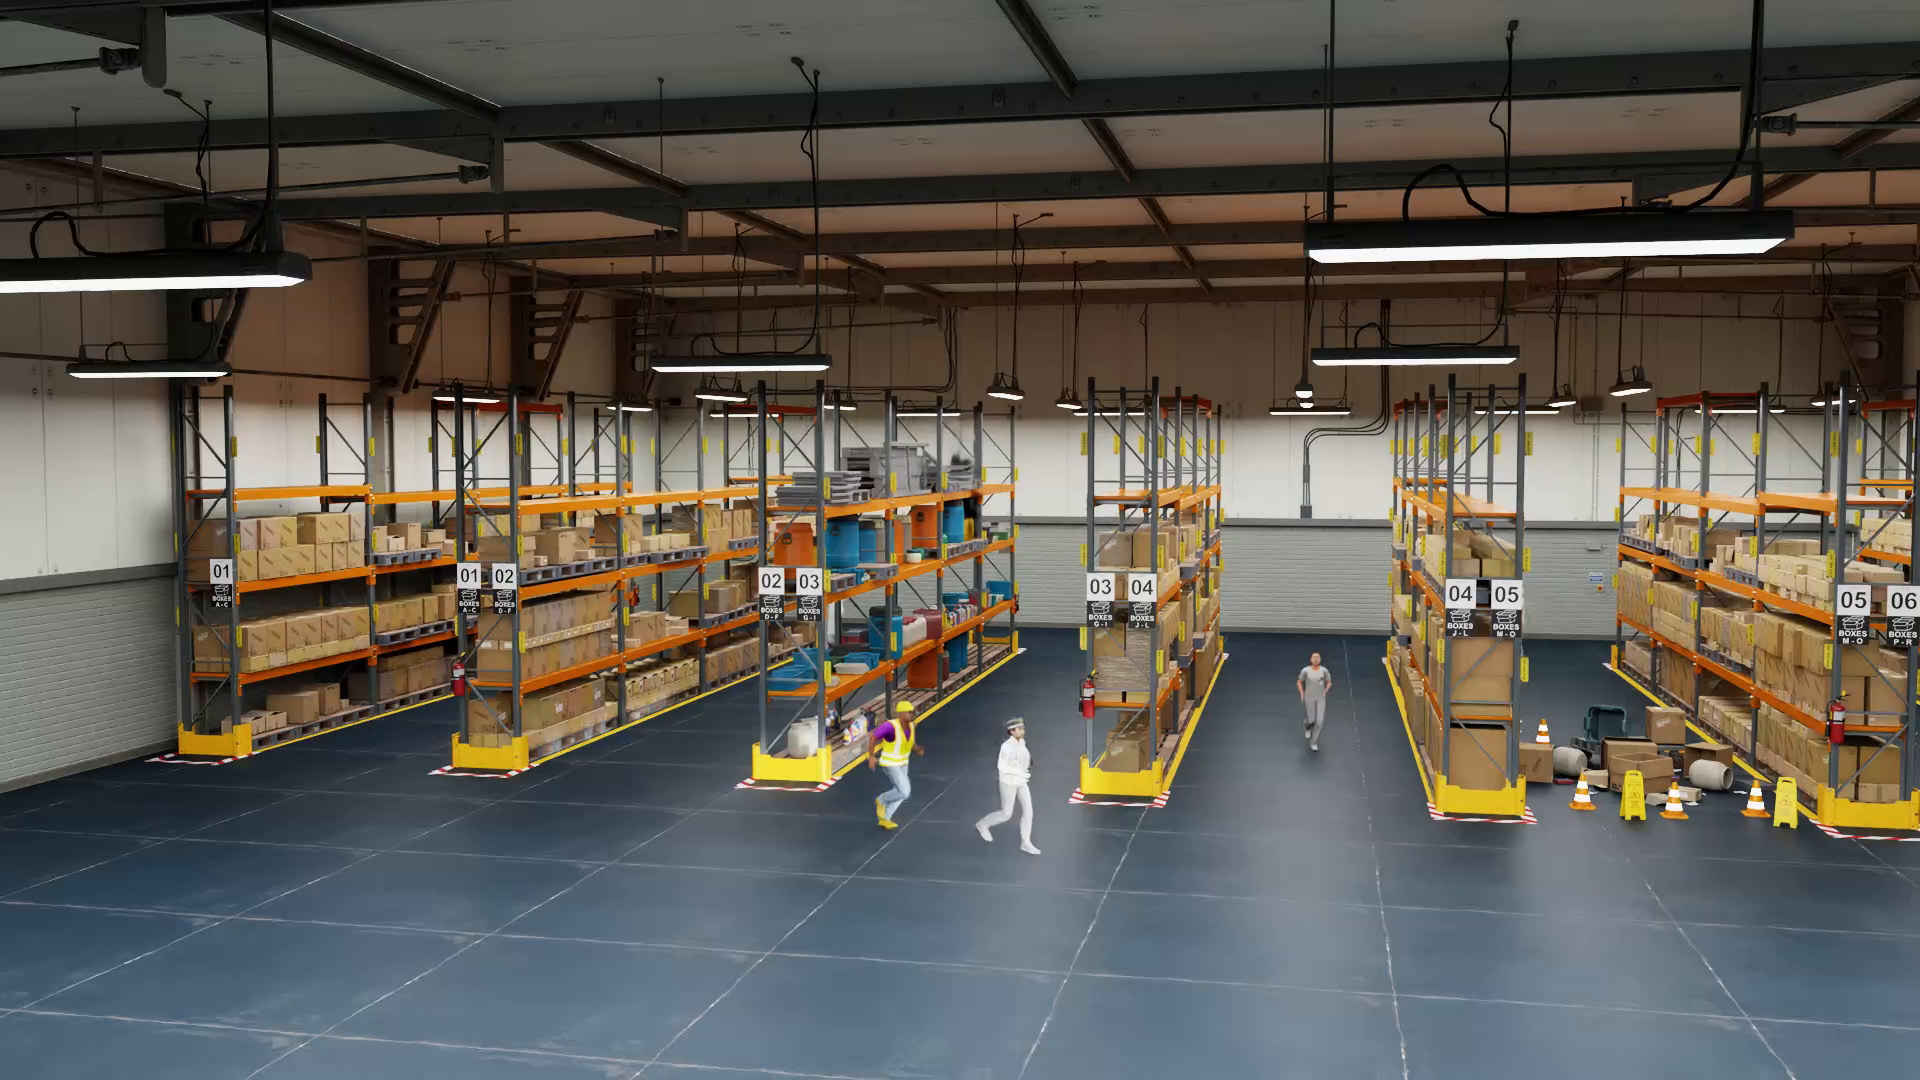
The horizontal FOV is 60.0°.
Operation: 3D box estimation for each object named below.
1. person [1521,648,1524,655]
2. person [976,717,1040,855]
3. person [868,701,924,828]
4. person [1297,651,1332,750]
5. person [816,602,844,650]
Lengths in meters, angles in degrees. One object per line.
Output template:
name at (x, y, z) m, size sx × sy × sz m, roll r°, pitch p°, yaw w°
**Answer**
person at (12.897, 1.966, 39.220) m, size 0.780 × 1.852 × 0.700 m, roll 0°, pitch 3°, yaw 7°
person at (0.614, 3.010, 20.575) m, size 0.892 × 1.681 × 0.600 m, roll 2°, pitch 4°, yaw 37°
person at (-0.791, 2.929, 21.705) m, size 0.671 × 1.676 × 0.661 m, roll 2°, pitch 4°, yaw 32°
person at (5.893, 2.652, 27.631) m, size 0.565 × 1.629 × 0.573 m, roll 0°, pitch 3°, yaw 3°
person at (-2.882, 1.832, 36.067) m, size 0.712 × 1.756 × 0.727 m, roll 0°, pitch 3°, yaw 8°
